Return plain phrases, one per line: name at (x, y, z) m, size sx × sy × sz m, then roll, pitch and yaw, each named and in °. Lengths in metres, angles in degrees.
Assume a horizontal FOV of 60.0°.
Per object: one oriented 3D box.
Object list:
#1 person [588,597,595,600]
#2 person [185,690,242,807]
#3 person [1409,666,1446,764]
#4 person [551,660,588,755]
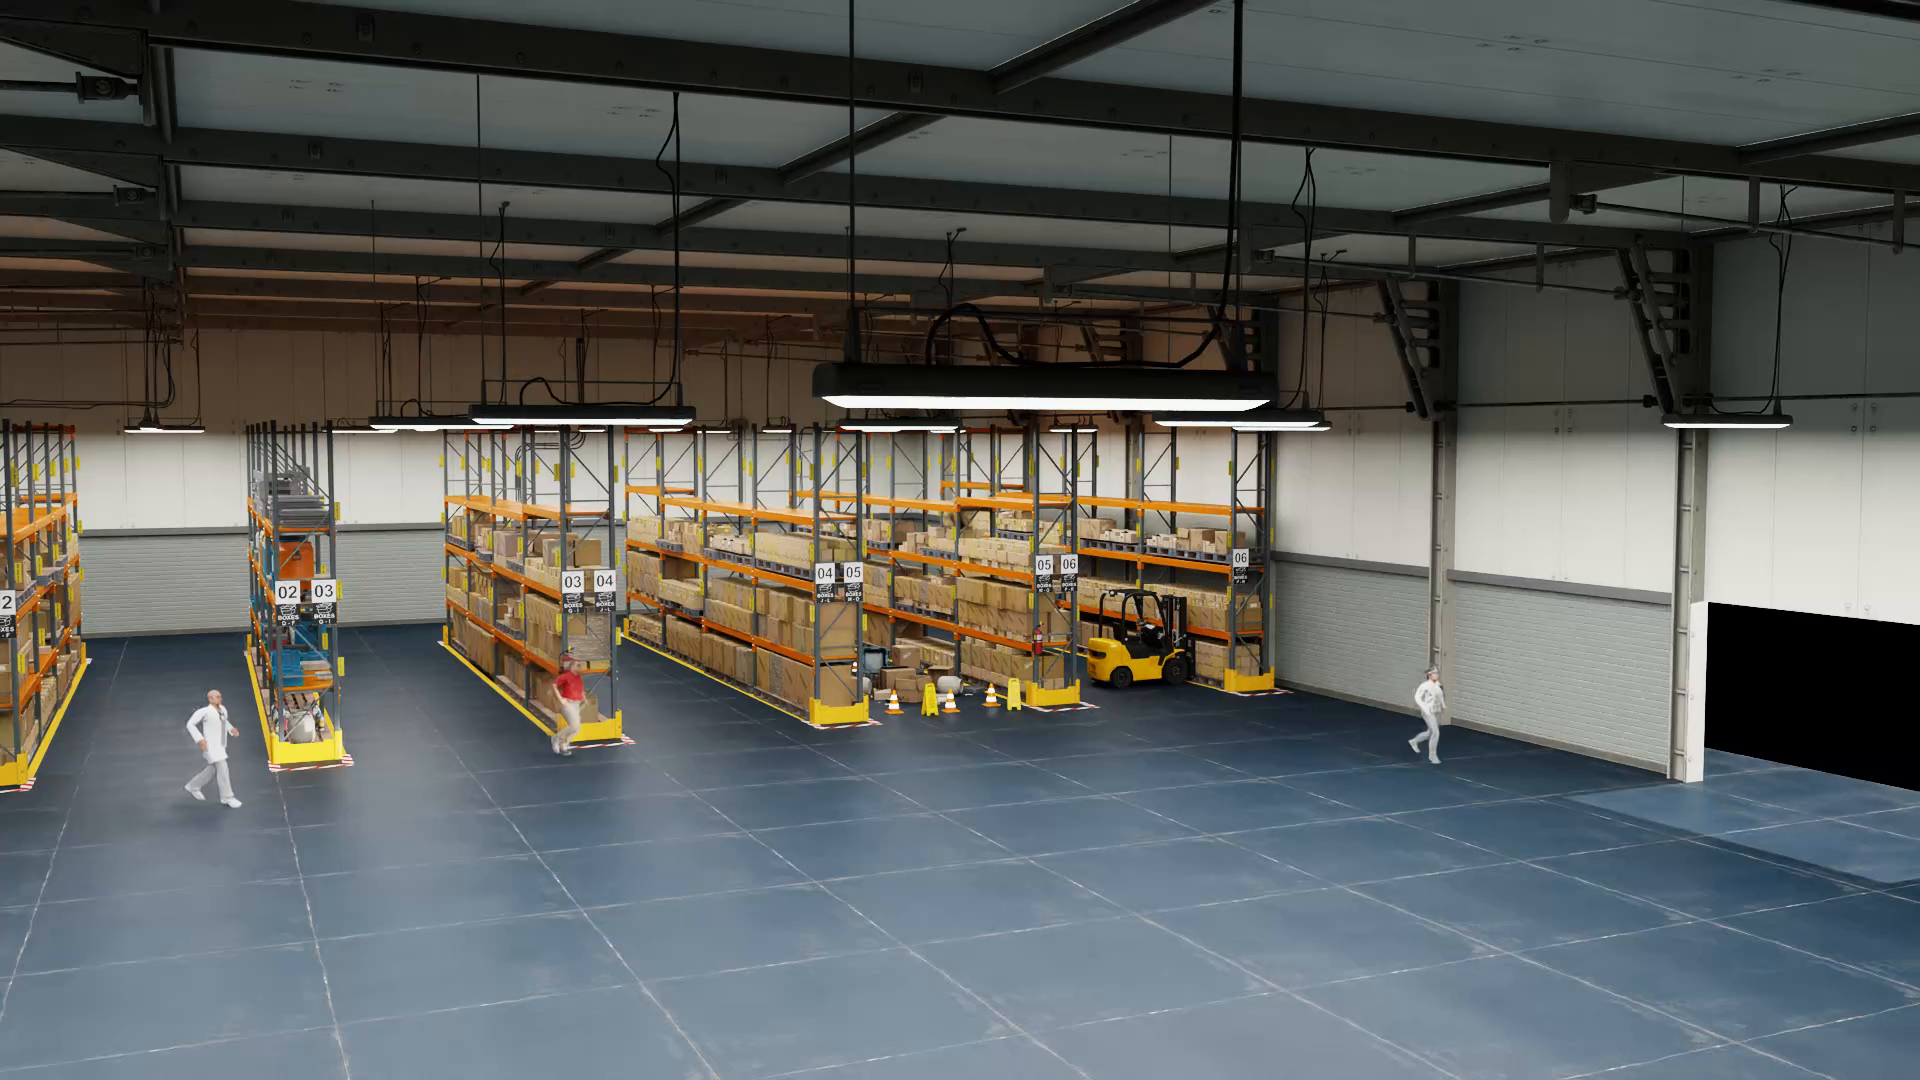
person at (-10.211, 1.967, 45.869) m, size 0.698 × 1.817 × 0.790 m, roll -1°, pitch 4°, yaw -16°
person at (-11.593, 3.221, 25.794) m, size 0.993 × 1.799 × 0.712 m, roll 0°, pitch 4°, yaw 7°
person at (8.239, 3.060, 29.350) m, size 0.622 × 1.738 × 0.726 m, roll -3°, pitch 5°, yaw -39°
person at (-7.001, 3.017, 30.013) m, size 0.564 × 1.666 × 0.725 m, roll 1°, pitch 4°, yaw 18°
